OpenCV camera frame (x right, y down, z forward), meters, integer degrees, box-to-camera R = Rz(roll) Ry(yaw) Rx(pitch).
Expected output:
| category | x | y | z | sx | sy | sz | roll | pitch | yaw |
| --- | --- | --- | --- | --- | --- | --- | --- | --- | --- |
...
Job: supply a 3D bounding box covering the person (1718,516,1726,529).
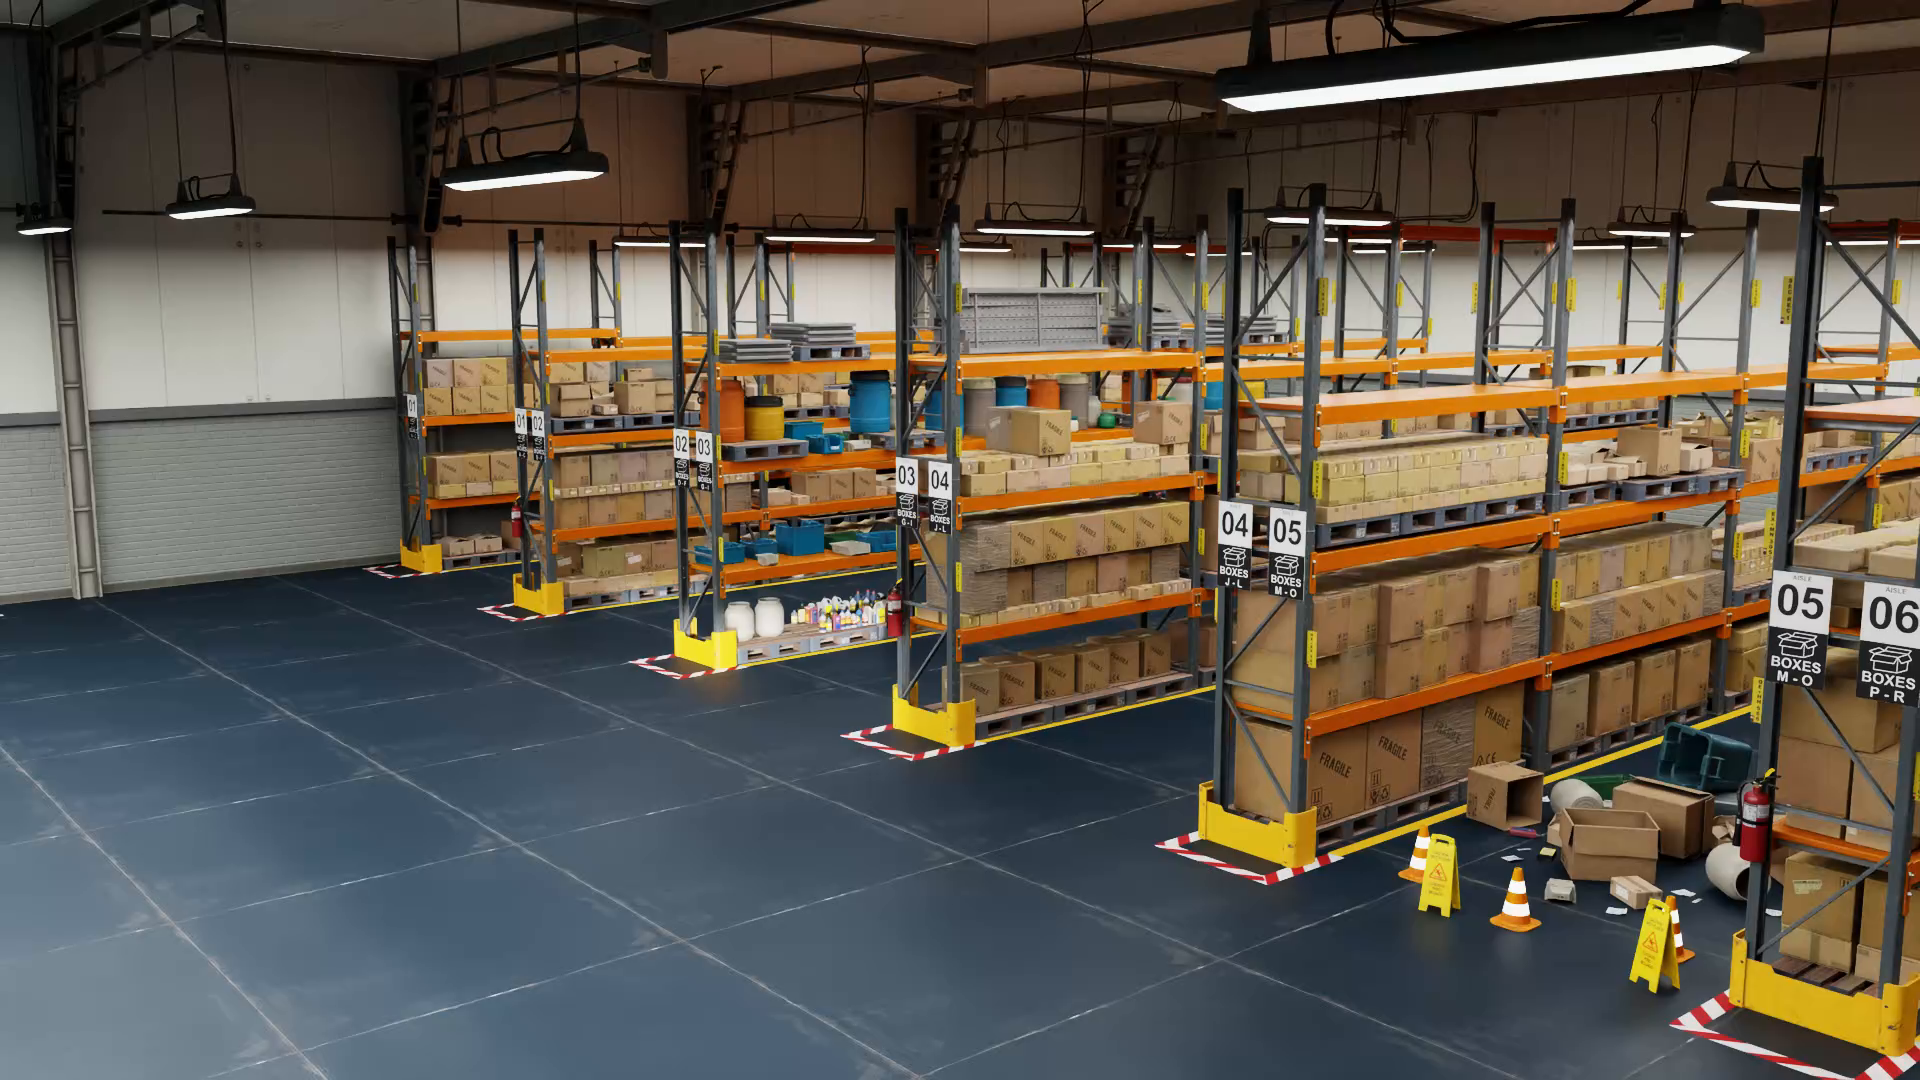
| category | x | y | z | sx | sy | sz | roll | pitch | yaw |
| --- | --- | --- | --- | --- | --- | --- | --- | --- | --- |
| person | 11.323 | 0.505 | 24.643 | 1.125 | 1.719 | 0.553 | -8 | 12 | -42 |
